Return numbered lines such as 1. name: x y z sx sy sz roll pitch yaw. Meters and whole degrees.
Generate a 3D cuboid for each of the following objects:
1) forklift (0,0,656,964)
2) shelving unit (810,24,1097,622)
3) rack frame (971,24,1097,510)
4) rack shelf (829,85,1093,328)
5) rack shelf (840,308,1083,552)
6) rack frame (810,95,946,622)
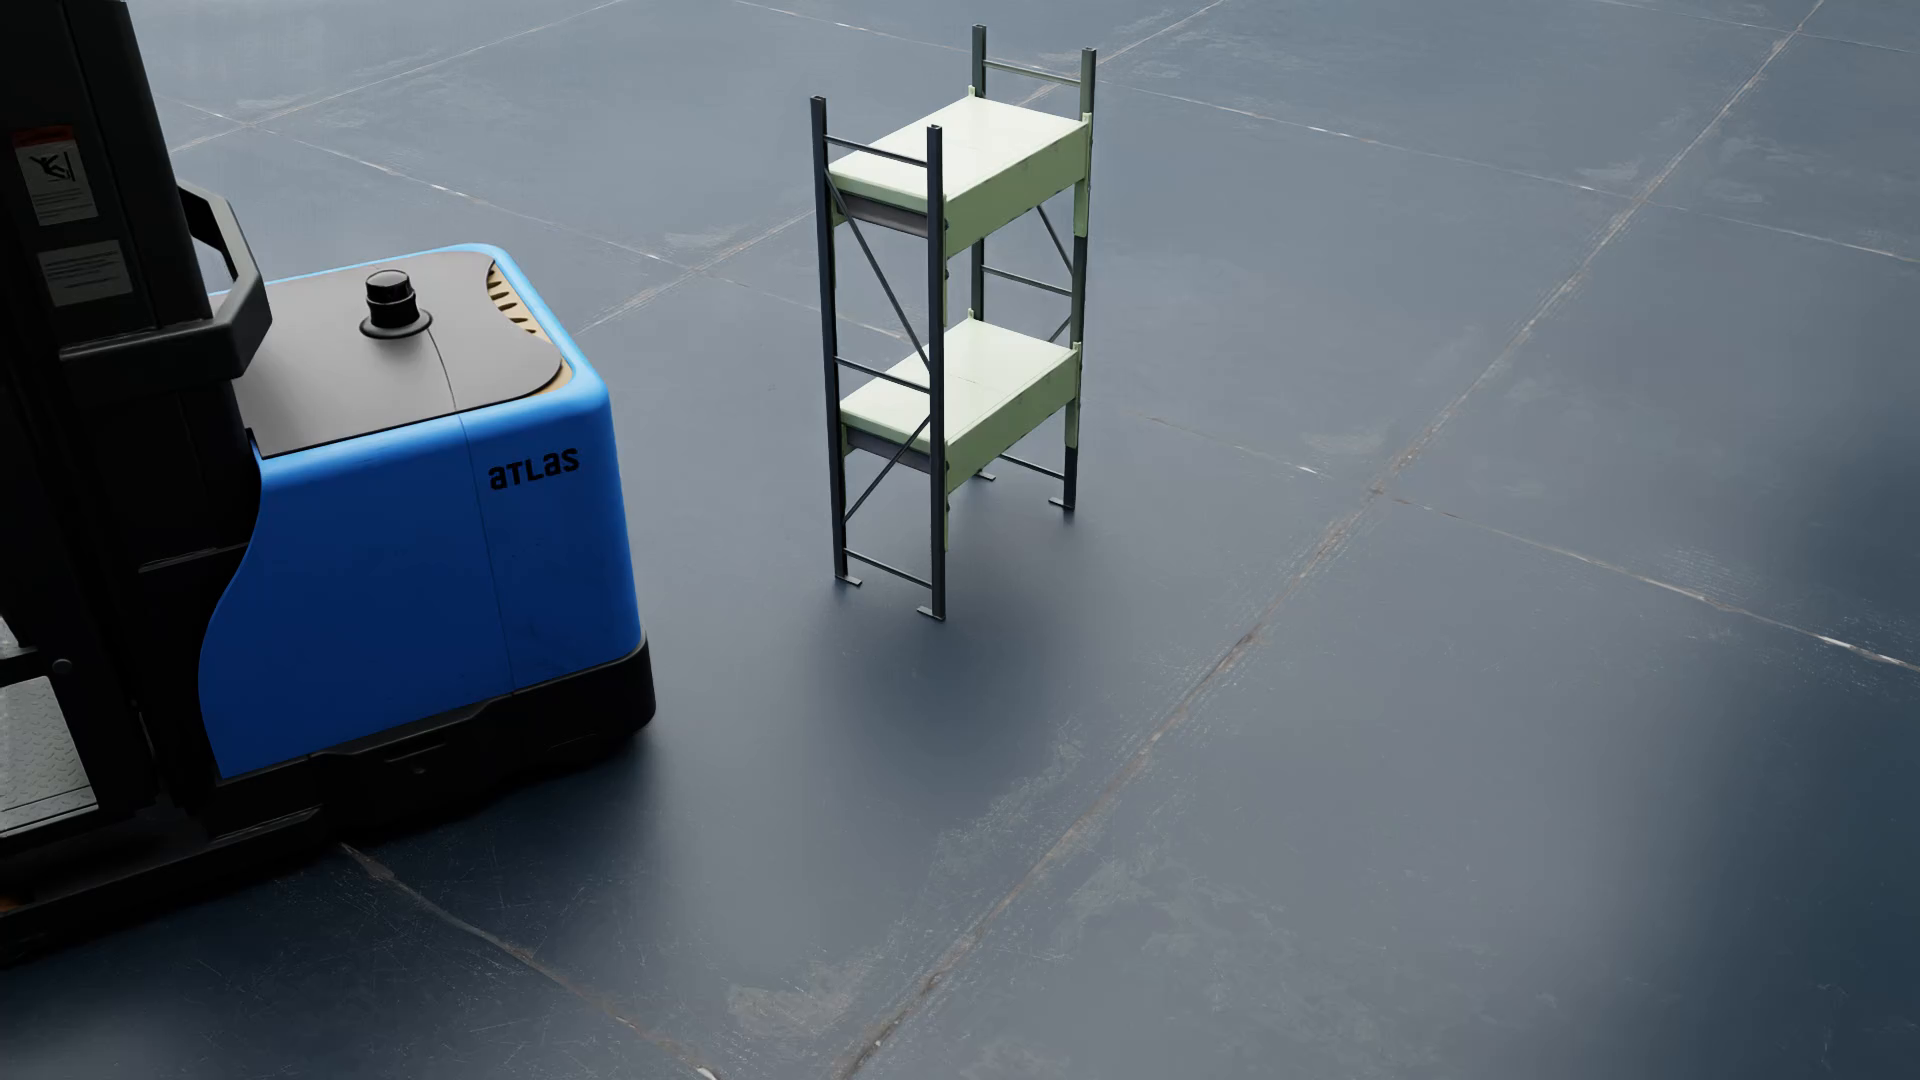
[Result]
1. forklift: -2.358 -0.530 3.417 3.031 2.935 1.130 -17 38 -23
2. shelving unit: -0.004 -0.618 4.825 0.431 1.500 0.755 21 39 28
3. rack frame: 0.205 -0.787 5.074 0.400 1.500 0.023 21 39 28
4. rack shelf: -0.004 -0.941 4.607 0.431 0.370 0.720 21 39 28
5. rack shelf: -0.004 -0.348 5.008 0.431 0.370 0.720 21 39 28
6. rack frame: -0.212 -0.450 4.576 0.400 1.500 0.023 21 39 28
